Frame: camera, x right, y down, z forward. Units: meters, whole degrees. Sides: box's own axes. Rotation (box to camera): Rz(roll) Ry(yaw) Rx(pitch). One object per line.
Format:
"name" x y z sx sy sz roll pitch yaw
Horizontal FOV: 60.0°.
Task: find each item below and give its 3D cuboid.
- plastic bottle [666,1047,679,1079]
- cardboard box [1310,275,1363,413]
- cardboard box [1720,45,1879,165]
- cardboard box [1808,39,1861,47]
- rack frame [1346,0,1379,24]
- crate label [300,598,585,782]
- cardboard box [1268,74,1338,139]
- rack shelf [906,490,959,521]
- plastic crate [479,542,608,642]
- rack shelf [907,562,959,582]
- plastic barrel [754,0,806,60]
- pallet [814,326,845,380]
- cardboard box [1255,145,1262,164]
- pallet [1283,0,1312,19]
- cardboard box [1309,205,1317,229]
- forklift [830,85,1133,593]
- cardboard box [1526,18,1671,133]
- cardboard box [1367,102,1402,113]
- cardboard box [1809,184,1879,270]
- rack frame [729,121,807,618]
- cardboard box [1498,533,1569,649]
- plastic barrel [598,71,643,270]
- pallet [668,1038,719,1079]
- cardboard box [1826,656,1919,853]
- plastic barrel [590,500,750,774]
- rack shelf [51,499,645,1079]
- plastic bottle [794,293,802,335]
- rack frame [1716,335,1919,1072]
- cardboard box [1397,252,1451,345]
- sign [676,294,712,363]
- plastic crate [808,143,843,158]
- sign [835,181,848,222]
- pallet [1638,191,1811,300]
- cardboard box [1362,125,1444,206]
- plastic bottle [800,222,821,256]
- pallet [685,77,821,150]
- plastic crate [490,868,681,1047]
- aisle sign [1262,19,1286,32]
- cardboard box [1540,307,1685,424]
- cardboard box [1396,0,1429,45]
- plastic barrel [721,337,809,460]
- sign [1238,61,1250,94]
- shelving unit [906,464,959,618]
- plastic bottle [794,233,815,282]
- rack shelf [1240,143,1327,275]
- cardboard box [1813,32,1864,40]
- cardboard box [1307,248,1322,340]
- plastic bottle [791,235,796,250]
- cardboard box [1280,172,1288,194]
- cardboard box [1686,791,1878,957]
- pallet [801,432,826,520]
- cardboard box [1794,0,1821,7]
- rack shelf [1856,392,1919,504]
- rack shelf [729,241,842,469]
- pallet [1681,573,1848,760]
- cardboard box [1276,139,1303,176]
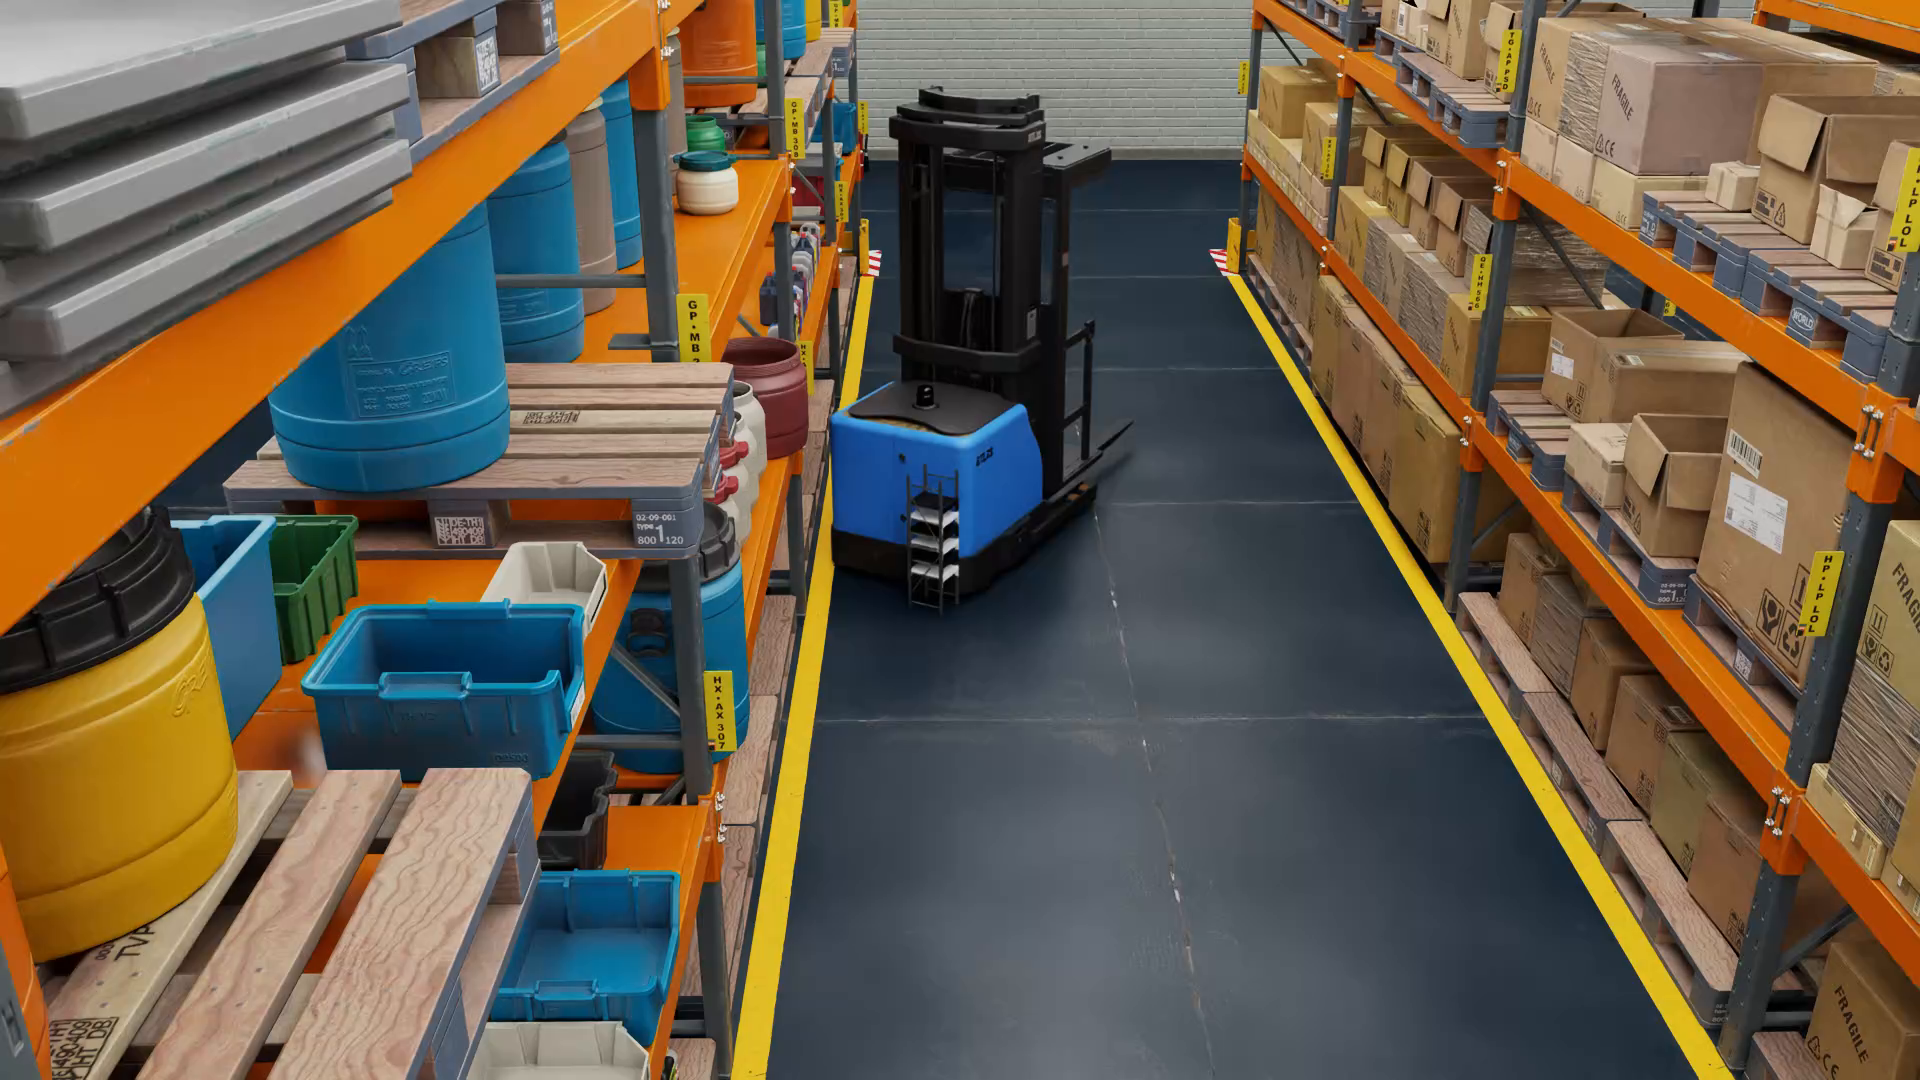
"plastic bottle" -1.089 1.958 6.144 0.097 0.201 0.097 0 24 0
"cardboard box" 3.488 -1.543 13.091 1.225 0.875 0.875 0 24 0
"cardboard box" 3.767 -1.965 7.586 0.500 0.500 0.500 0 24 0
"cardboard box" 8.130 -4.455 15.765 0.500 0.500 0.500 0 24 1
"rack frame" 3.461 -5.317 12.087 1.000 3.000 0.127 0 24 -1
"crate label" -1.051 0.311 3.462 0.502 0.251 0.408 0 24 -1
"cardboard box" 3.170 -4.022 15.415 0.500 0.500 0.500 -1 24 -2
"rack shelf" -0.164 -0.209 10.046 0.258 0.077 0.200 13 27 26
"plastic crate" -0.982 0.148 3.963 0.243 0.136 0.396 0 24 -1
"rack shelf" -0.164 0.201 10.231 0.258 0.077 0.200 13 27 26
"plastic barrel" -1.320 -3.645 10.912 0.600 0.901 0.708 0 24 -1
"pallet" -1.538 -1.594 14.518 1.003 0.211 1.213 0 24 -1
"cardboard box" 3.099 -3.759 16.225 0.380 0.149 0.250 -1 24 -2
"pallet" 3.452 -4.749 14.577 1.003 0.211 1.213 0 24 -1
"cardboard box" 3.127 -2.700 13.884 0.380 0.149 0.250 0 24 0
"forklift" 0.314 -1.574 11.174 1.130 2.935 3.031 13 27 26
"cardboard box" 3.253 -2.381 8.506 0.500 0.500 0.500 0 24 0
"cardboard box" 3.714 -3.394 14.026 0.500 0.500 0.500 0 24 -1
"cardboard box" 3.438 -1.171 6.213 0.396 0.266 0.258 1 24 1
"rack frame" -1.448 -0.913 9.629 1.000 3.000 0.127 0 24 -1
"cardboard box" 3.532 0.279 9.493 0.700 0.500 0.500 -2 24 -3
"plastic barrel" -1.641 -1.608 6.916 0.600 0.901 0.708 0 24 -1
"pallet" -1.439 2.282 5.947 1.003 0.211 1.213 0 24 -1
"cardboard box" 3.492 0.717 5.542 0.875 0.500 0.500 0 24 -1
"plastic barrel" -1.105 0.346 6.237 0.600 0.901 0.708 0 24 -1
"rack shelf" -1.382 0.520 3.693 1.077 0.370 4.000 0 24 -1
"plastic bottle" -1.096 -1.516 11.104 0.061 0.283 0.133 0 24 -1
"rack frame" 3.548 0.713 6.034 1.000 3.000 0.127 0 24 -1
"cardboard box" 3.243 -1.603 11.032 0.500 0.500 0.500 -1 24 -2
"sign" -0.854 -0.634 5.360 0.100 0.325 0.005 0 24 -1
"plastic crate" -1.345 -3.782 16.219 0.396 0.136 0.243 0 24 -1
"sign" -0.941 -2.689 13.220 0.100 0.325 0.005 0 24 -1
"pallet" 3.634 -1.251 6.963 1.213 0.211 1.003 0 24 -1
"cardboard box" 3.476 -2.823 12.514 0.797 0.503 0.637 -1 24 -2
"plastic bottle" -1.164 -2.344 12.943 0.152 0.276 0.135 0 24 -1
"pallet" -1.358 -2.510 9.748 1.003 0.211 1.213 0 24 -1
"plastic crate" -1.121 1.258 5.010 0.499 0.251 0.616 0 24 -1
"aisle sign" 3.117 -5.445 16.494 0.394 0.787 0.004 0 24 -1
"cardboard box" 3.551 -0.950 9.080 0.500 0.500 0.500 -3 25 -7
"cardboard box" 3.383 -3.649 11.636 0.500 0.311 0.500 -1 24 -2
"plastic barrel" -1.140 -0.785 9.182 0.600 0.536 0.708 0 24 -1
"sign" 2.863 -4.663 16.772 0.100 0.325 0.005 0 24 -1
"shelving unit" -0.164 0.007 10.144 0.258 0.900 0.210 13 27 26
"plastic bottle" -1.152 -2.086 12.281 0.144 0.351 0.185 0 24 -1
"rack shelf" 3.439 -3.080 15.293 1.077 0.370 4.000 0 24 -1
"cardboard box" 8.632 -4.662 16.222 0.500 0.500 0.500 -1 24 -2
"cardboard box" 3.534 -2.079 14.276 0.875 0.875 0.875 0 24 -1
"plastic bottle" -1.298 -2.161 12.448 0.144 0.351 0.185 0 24 -1
"cardboard box" 3.114 -3.228 15.052 0.380 0.149 0.250 0 24 0
"cardboard box" 3.563 1.398 7.018 0.700 0.500 0.500 -2 24 -5
"pallet" -1.509 -0.469 12.031 1.003 0.211 1.213 0 24 -1
"cardboard box" 8.129 -5.108 15.446 0.500 0.250 0.500 1 24 1
"rack shelf" 3.570 0.498 3.742 1.077 0.370 4.000 0 24 -1
"rack shelf" -1.470 -1.410 11.600 1.077 0.370 4.000 0 24 -1
"pallet" 3.686 0.485 6.771 1.003 0.211 1.213 0 24 -1
"cardboard box" 3.178 -3.464 15.090 0.500 0.250 0.500 -1 24 -2
